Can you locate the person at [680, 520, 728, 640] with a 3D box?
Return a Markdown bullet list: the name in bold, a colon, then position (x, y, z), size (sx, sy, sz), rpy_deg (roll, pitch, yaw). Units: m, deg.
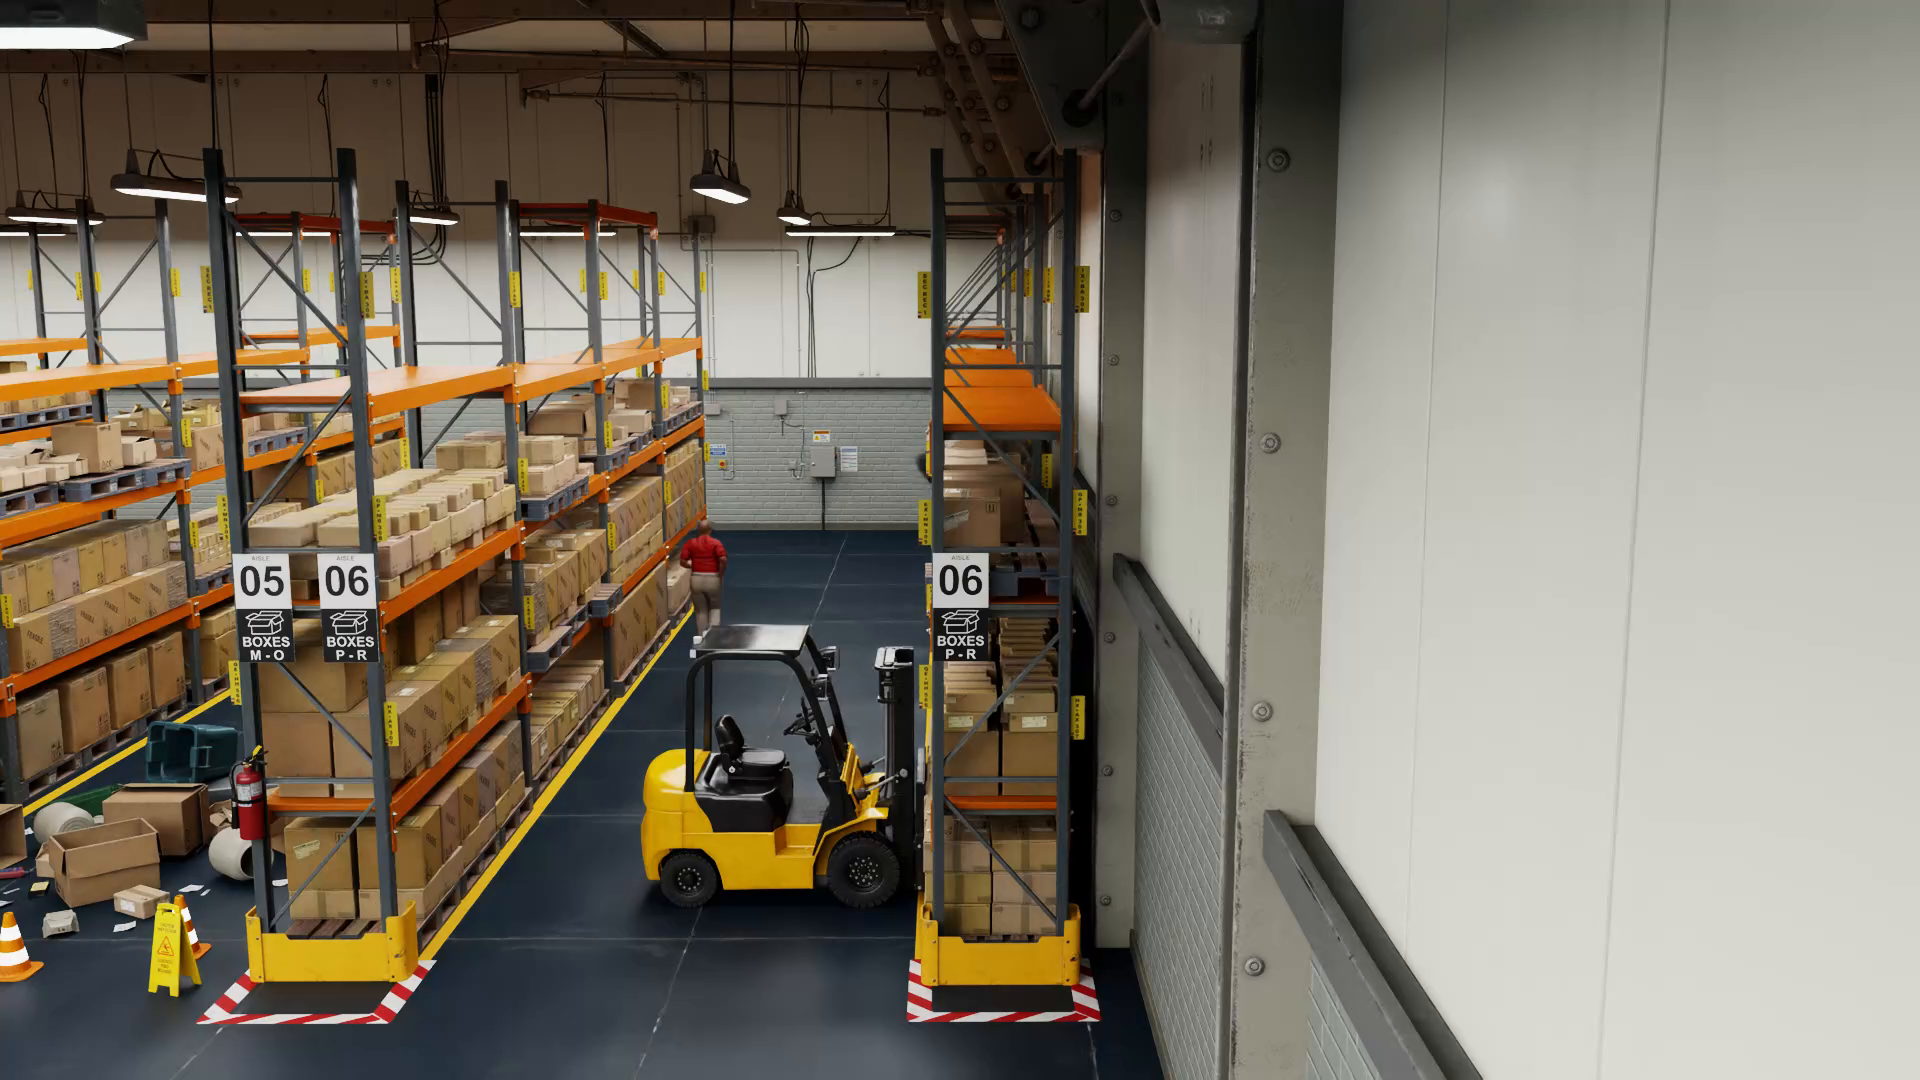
- **person**: position (-3.317, 0.597, 21.735), size (0.643, 1.749, 0.595), rpy_deg (0, 9, 0)
